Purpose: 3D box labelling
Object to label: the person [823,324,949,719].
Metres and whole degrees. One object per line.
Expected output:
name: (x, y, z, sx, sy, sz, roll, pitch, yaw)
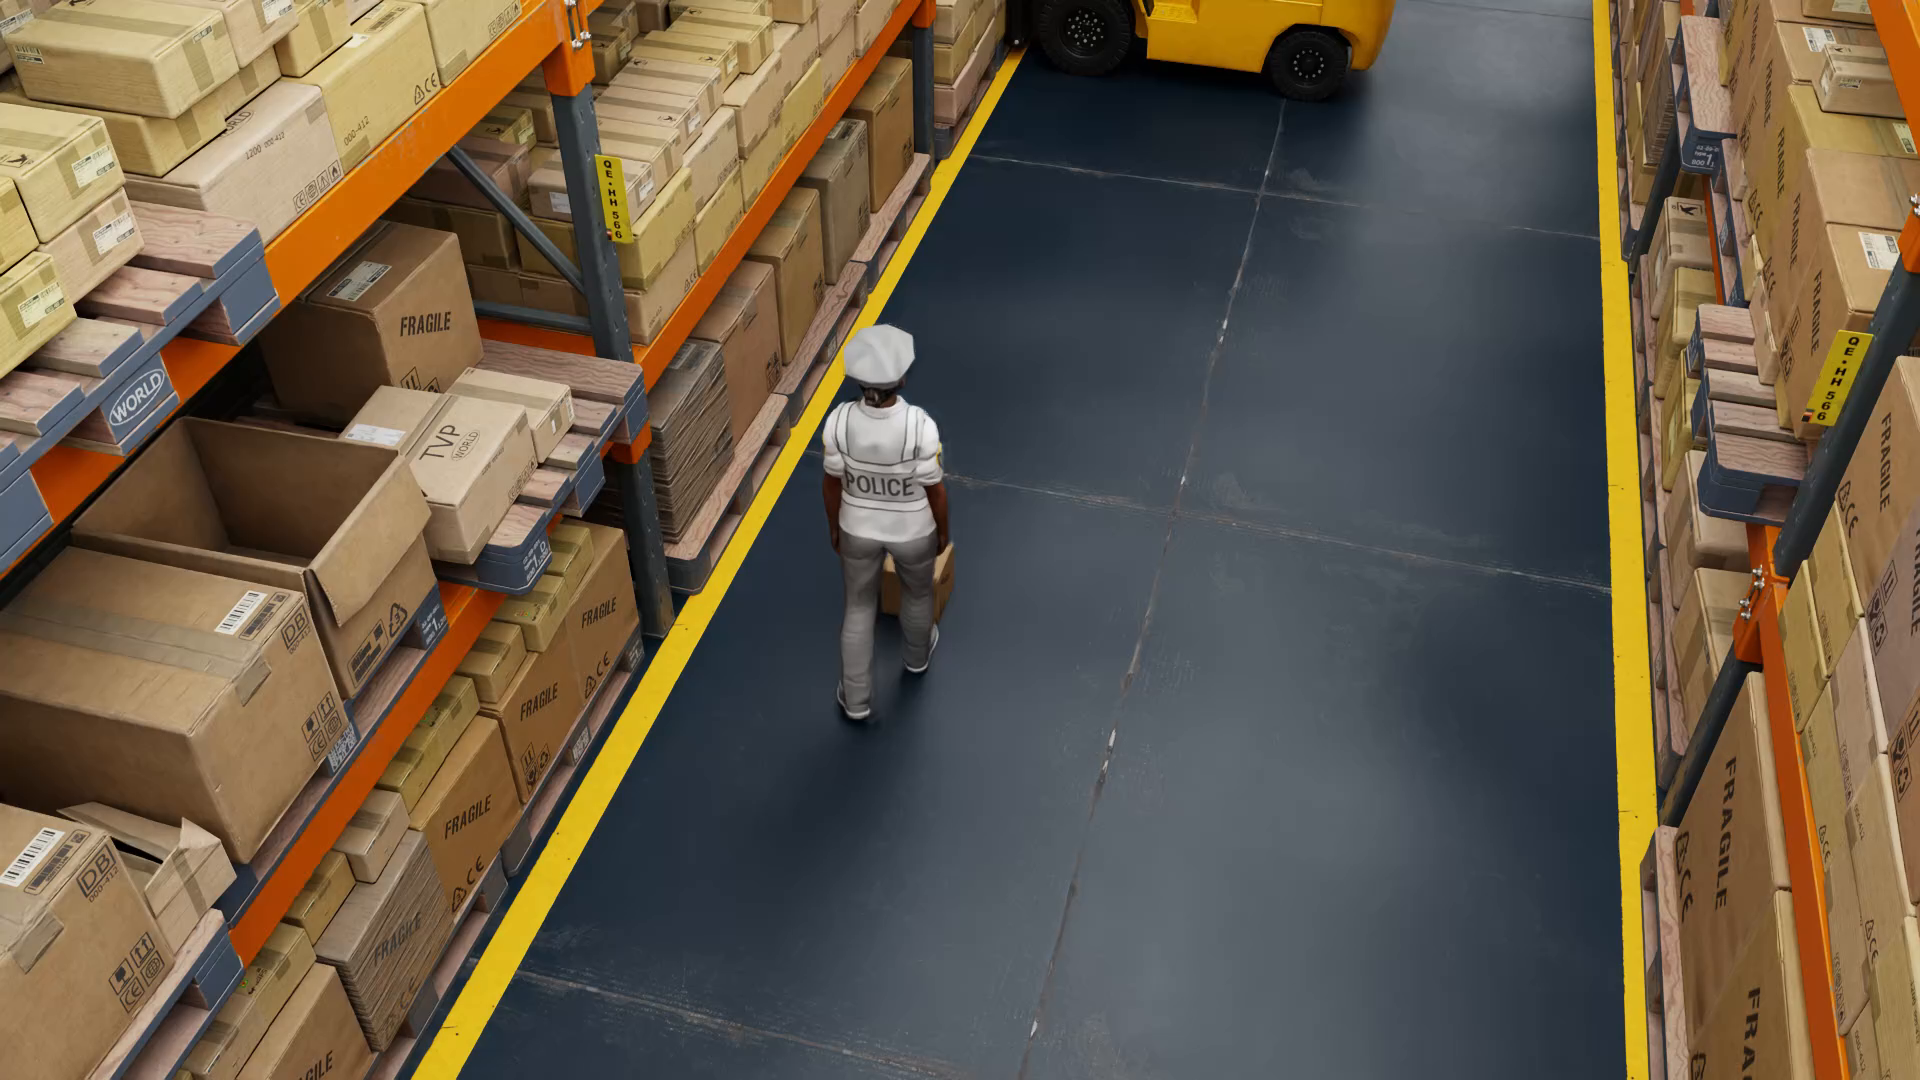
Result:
person: (-0.261, -0.068, 6.219, 0.460, 1.696, 0.630, 7, 42, 8)
